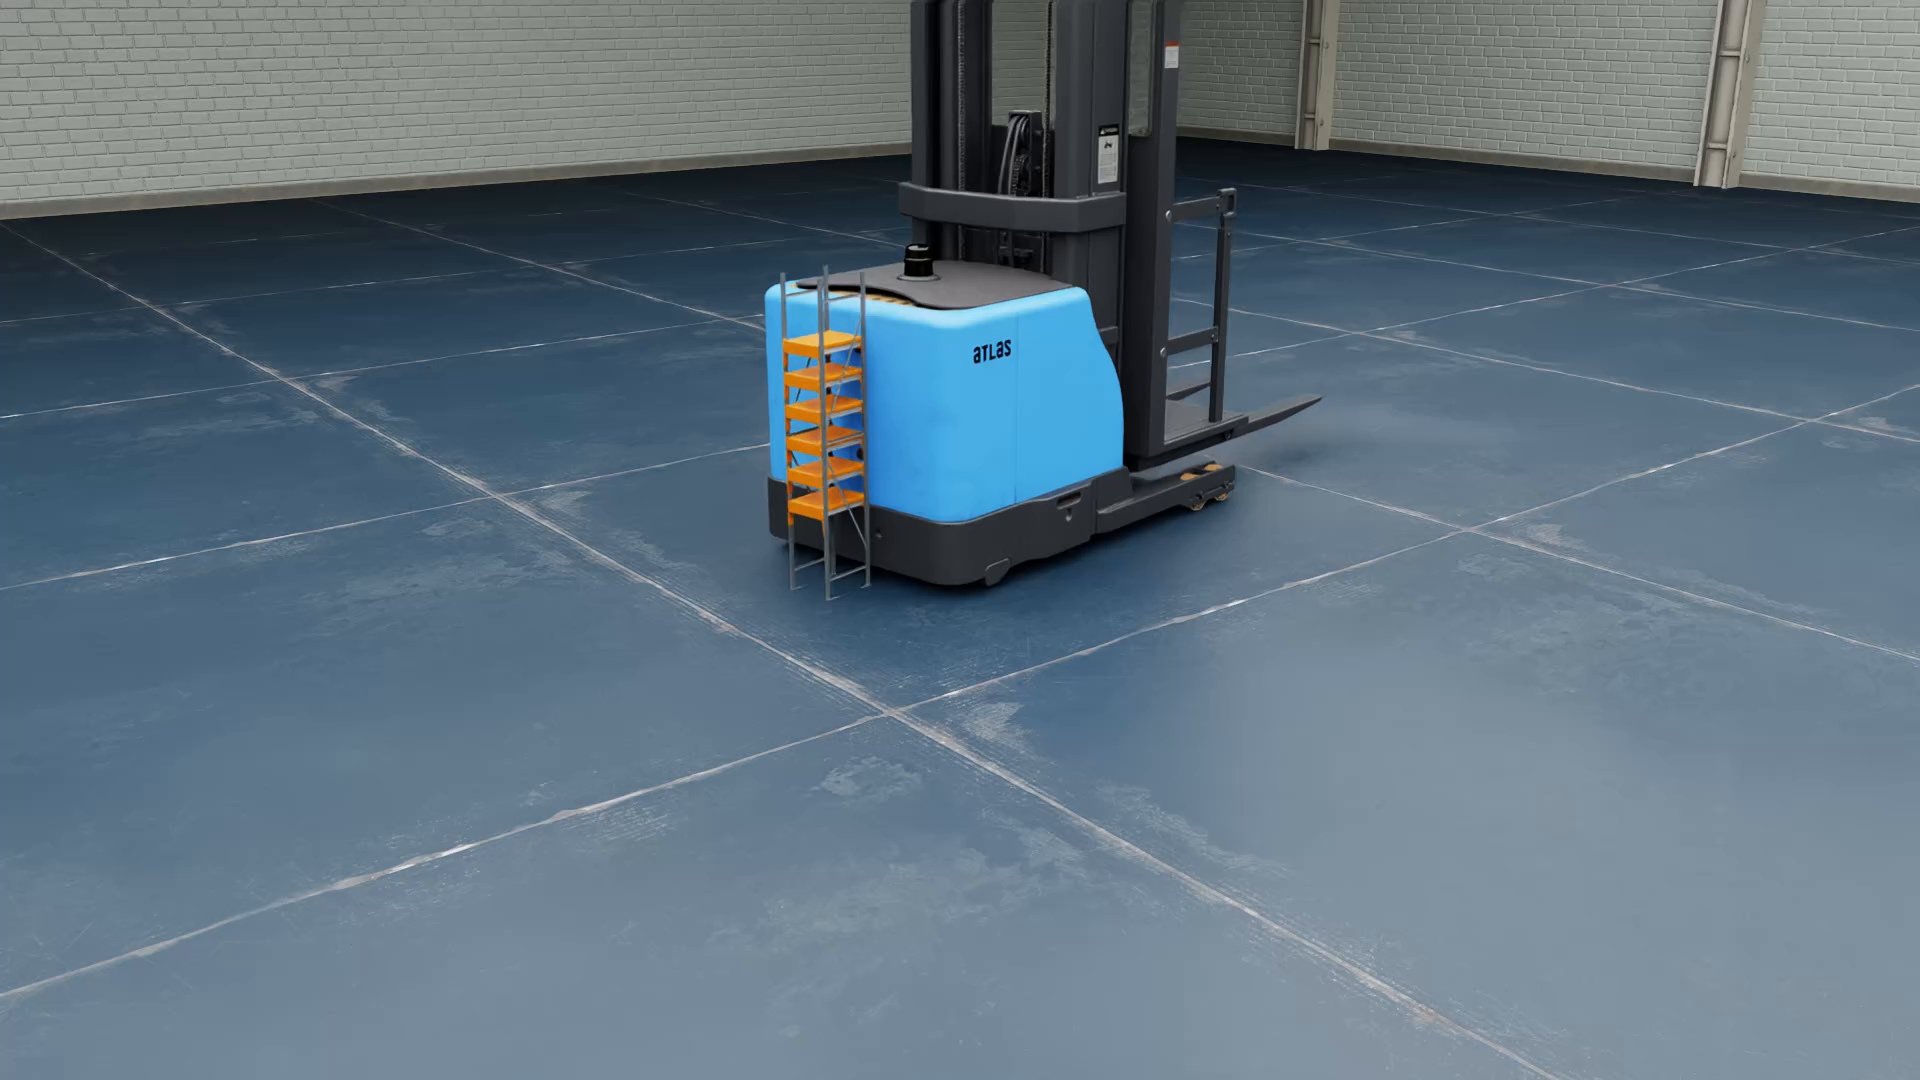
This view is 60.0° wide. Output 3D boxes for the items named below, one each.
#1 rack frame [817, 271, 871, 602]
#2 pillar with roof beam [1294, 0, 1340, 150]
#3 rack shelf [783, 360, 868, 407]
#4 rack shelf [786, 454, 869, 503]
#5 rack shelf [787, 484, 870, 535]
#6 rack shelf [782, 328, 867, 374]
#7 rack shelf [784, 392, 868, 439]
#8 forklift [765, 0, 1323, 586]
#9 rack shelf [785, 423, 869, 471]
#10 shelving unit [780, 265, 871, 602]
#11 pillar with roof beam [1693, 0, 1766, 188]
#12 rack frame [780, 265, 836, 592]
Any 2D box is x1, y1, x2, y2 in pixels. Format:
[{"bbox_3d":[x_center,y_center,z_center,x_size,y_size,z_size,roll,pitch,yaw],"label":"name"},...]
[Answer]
[{"bbox_3d":[-0.419,-0.368,6.065,0.006,1.200,0.240,15,23,37],"label":"rack frame"},{"bbox_3d":[1.640,-9.003,19.737,9.100,9.000,0.400,-14,23,-36],"label":"pillar with roof beam"},{"bbox_3d":[-0.490,-0.572,6.058,0.180,0.103,0.258,15,23,37],"label":"rack shelf"},{"bbox_3d":[-0.490,-0.230,6.172,0.180,0.103,0.258,15,23,37],"label":"rack shelf"},{"bbox_3d":[-0.490,-0.116,6.209,0.180,0.103,0.258,15,23,37],"label":"rack shelf"},{"bbox_3d":[-0.490,-0.686,6.021,0.180,0.103,0.258,15,23,37],"label":"rack shelf"},{"bbox_3d":[-0.490,-0.458,6.096,0.180,0.103,0.258,15,23,37],"label":"rack shelf"},{"bbox_3d":[0.573,-1.608,7.057,1.130,2.935,3.031,15,24,38],"label":"forklift"},{"bbox_3d":[-0.490,-0.344,6.134,0.180,0.103,0.258,15,23,37],"label":"rack shelf"},{"bbox_3d":[-0.490,-0.386,6.120,0.189,1.200,0.258,15,23,37],"label":"shelving unit"},{"bbox_3d":[5.365,-7.525,15.272,9.100,9.000,0.400,-14,23,-36],"label":"pillar with roof beam"},{"bbox_3d":[-0.560,-0.404,6.175,0.006,1.200,0.240,15,23,37],"label":"rack frame"}]
